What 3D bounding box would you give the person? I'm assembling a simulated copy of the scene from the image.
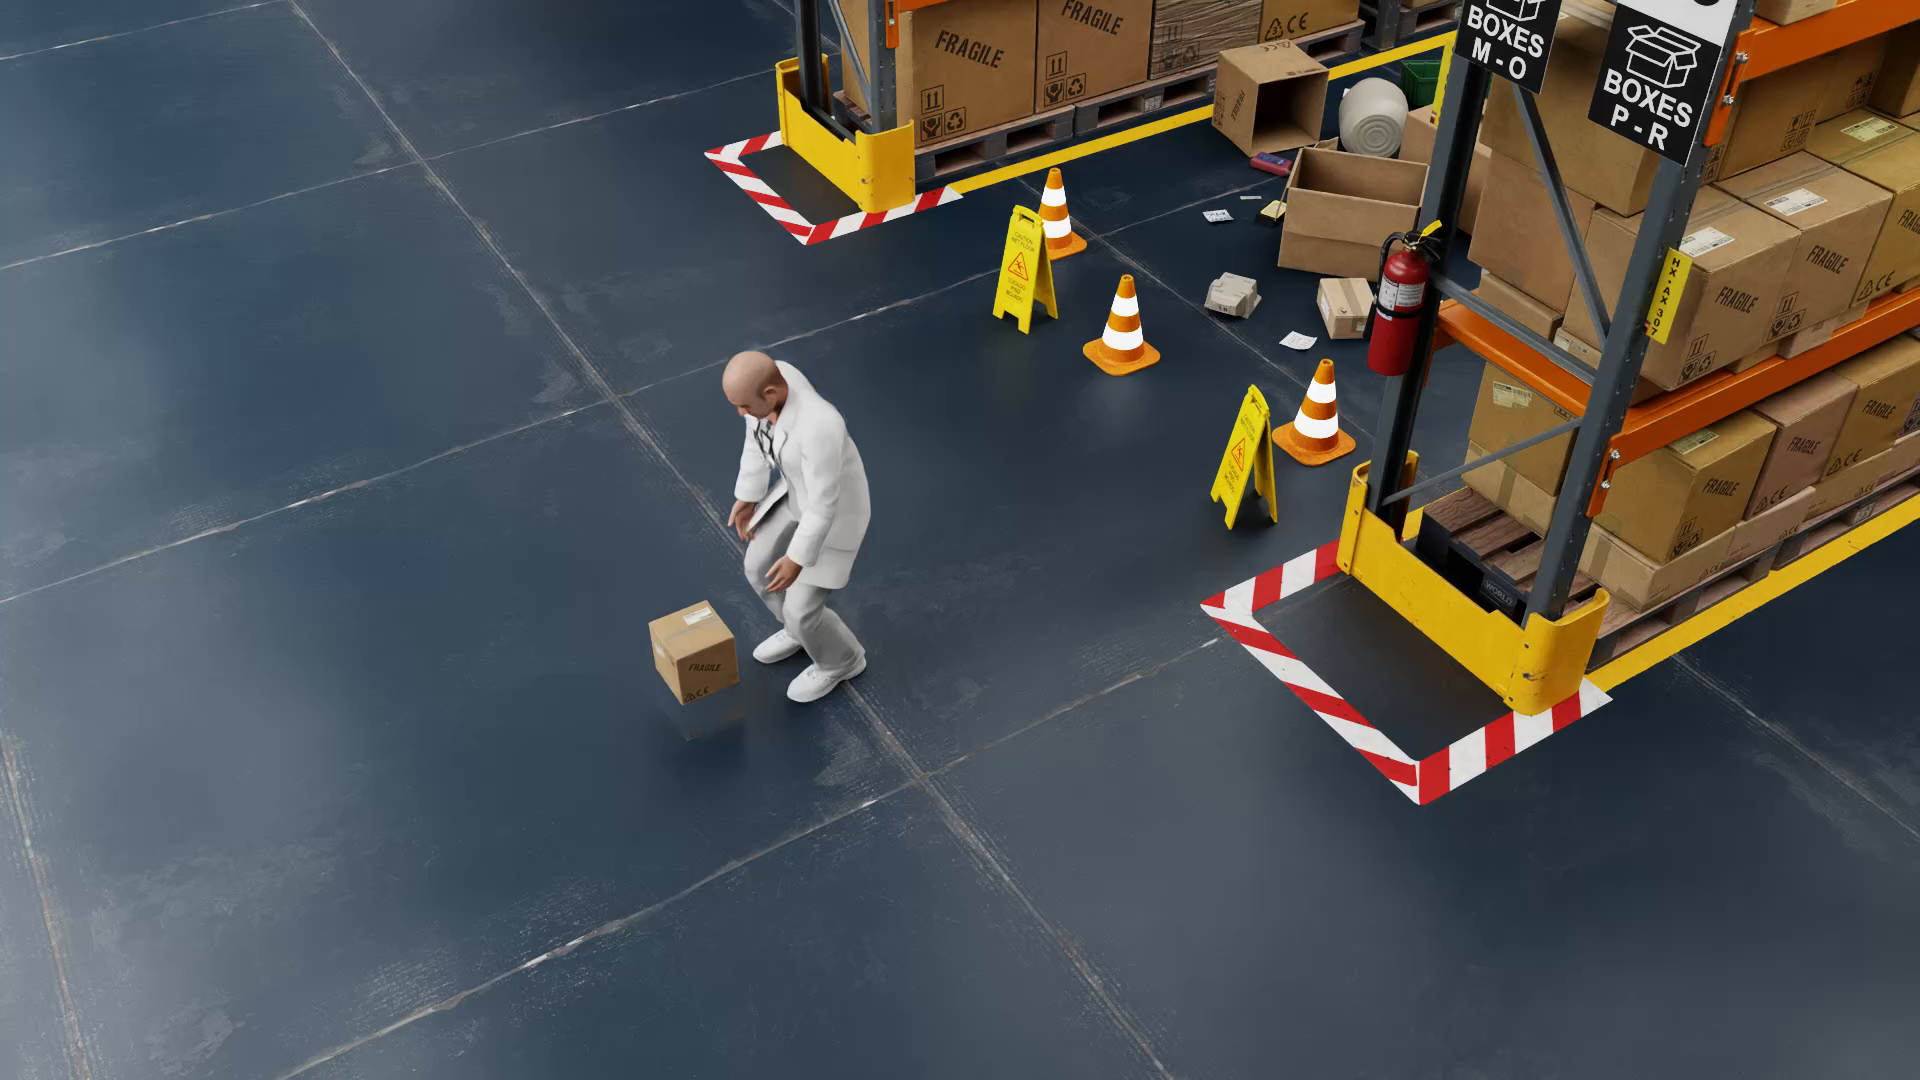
[{"bbox_3d":[-0.600,-0.081,6.392,0.539,1.623,0.615,-22,45,-24],"label":"person"}]
